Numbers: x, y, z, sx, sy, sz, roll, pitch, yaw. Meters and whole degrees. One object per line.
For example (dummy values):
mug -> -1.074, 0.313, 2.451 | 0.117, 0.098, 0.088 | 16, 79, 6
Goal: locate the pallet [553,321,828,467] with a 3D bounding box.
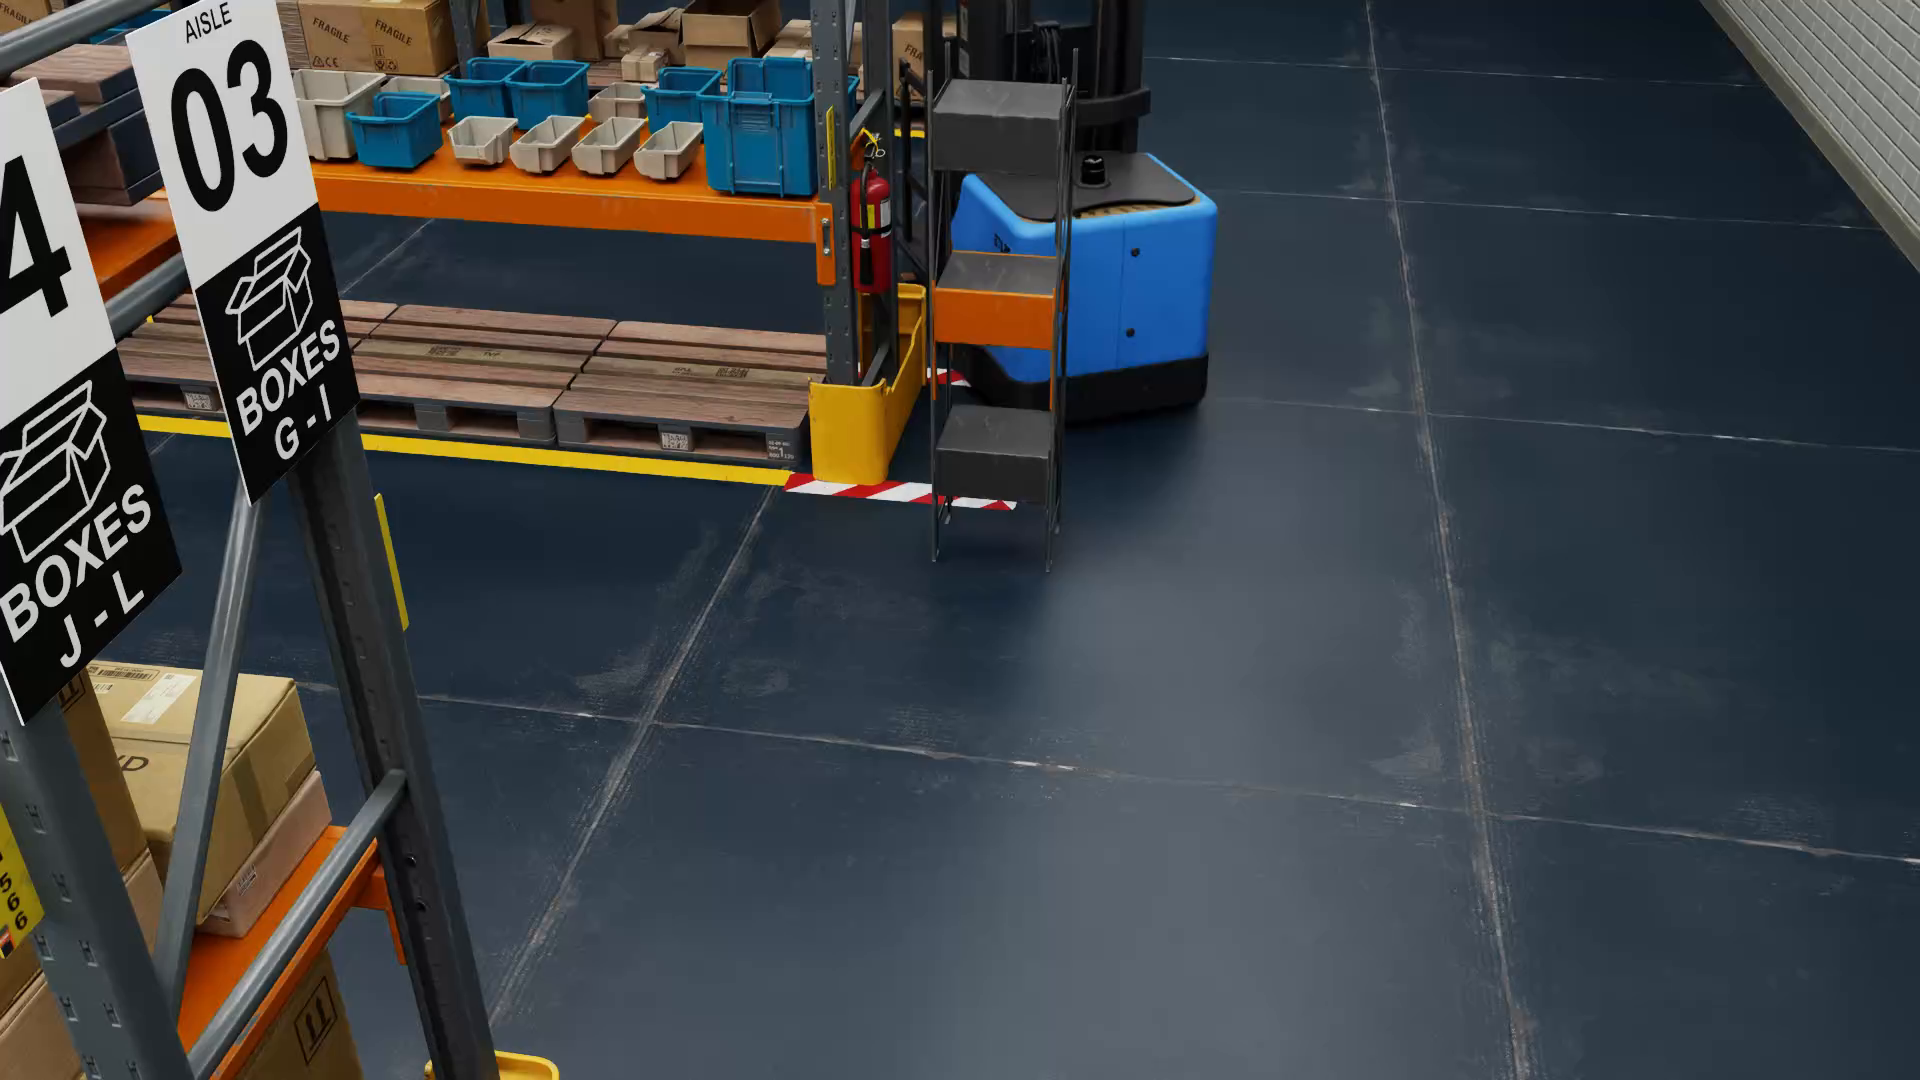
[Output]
pallet -> -1.259, -0.744, 8.239 | 1.213, 0.211, 1.003 | 5, 32, 8

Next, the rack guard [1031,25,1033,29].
rack guard -> 0.310, -3.369, 12.161 | 0.348, 0.500, 1.175 | 5, 32, 8

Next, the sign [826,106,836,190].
sign -> -0.529, -1.612, 6.844 | 0.005, 0.325, 0.100 | 5, 32, 8

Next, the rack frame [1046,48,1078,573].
rack frame -> 0.404, -0.853, 6.634 | 0.015, 2.100, 0.400 | 5, 32, 8

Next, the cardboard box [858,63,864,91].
cardboard box -> -0.577, -3.410, 12.127 | 0.250, 0.166, 0.380 | 5, 32, 8

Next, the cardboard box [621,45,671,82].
cardboard box -> -2.327, -3.542, 12.337 | 0.250, 0.166, 0.380 | 5, 32, 8

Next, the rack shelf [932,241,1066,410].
rack shelf -> 0.163, -0.864, 6.677 | 0.480, 0.518, 0.431 | 5, 32, 8

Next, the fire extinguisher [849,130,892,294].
fire extinguisher -> -0.380, -1.390, 7.067 | 0.183, 0.674, 0.296 | 5, 32, 8

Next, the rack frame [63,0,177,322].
rack frame -> -4.395, -2.189, 7.919 | 0.127, 3.000, 1.000 | 5, 32, 8

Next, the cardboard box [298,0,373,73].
cardboard box -> -4.579, -3.849, 12.513 | 0.500, 0.500, 0.500 | 5, 32, 8

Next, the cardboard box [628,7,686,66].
cardboard box -> -2.210, -3.856, 12.703 | 0.500, 0.311, 0.500 | 5, 32, 8

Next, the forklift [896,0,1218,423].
forklift -> 0.265, -2.549, 8.560 | 1.130, 2.935, 3.031 | -10, 33, -16

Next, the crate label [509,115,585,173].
crate label -> -1.849, -1.769, 7.441 | 0.243, 0.136, 0.396 | 5, 32, 8

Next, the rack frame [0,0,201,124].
rack frame -> -1.286, -1.784, 1.619 | 0.127, 3.000, 1.000 | 5, 32, 8

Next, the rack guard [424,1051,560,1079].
rack guard -> -1.262, 1.821, 3.870 | 0.348, 0.500, 1.175 | 5, 32, 8

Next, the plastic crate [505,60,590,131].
plastic crate -> -1.938, -2.098, 7.876 | 0.300, 0.233, 0.416 | 5, 32, 8

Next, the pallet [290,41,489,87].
pallet -> -4.367, -3.650, 12.882 | 1.213, 0.211, 1.003 | 5, 32, 8

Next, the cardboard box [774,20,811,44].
cardboard box -> -1.089, -3.729, 12.557 | 0.500, 0.250, 0.500 | 5, 32, 8

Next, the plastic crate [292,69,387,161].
plastic crate -> -2.921, -1.931, 7.563 | 0.530, 0.282, 0.437 | 5, 32, 8

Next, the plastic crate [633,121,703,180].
plastic crate -> -1.287, -1.723, 7.368 | 0.243, 0.136, 0.396 | 5, 32, 8

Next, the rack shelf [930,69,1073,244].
rack shelf -> 0.163, -1.457, 6.305 | 0.480, 0.518, 0.431 | 5, 32, 8

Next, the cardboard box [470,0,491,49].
cardboard box -> -3.994, -4.077, 12.877 | 0.500, 0.500, 0.500 | 4, 32, 6

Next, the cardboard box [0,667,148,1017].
cardboard box -> -1.810, 0.472, 2.822 | 0.500, 0.500, 0.500 | 6, 32, 9

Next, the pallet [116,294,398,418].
pallet -> -3.664, -0.961, 8.587 | 1.213, 0.211, 1.003 | 5, 32, 8

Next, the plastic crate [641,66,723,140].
plastic crate -> -1.289, -2.039, 7.782 | 0.300, 0.233, 0.416 | 5, 32, 8

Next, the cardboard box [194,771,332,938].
cardboard box -> -1.580, 0.661, 3.604 | 0.250, 0.149, 0.380 | 6, 32, 9

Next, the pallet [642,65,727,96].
pallet -> -1.675, -3.427, 12.527 | 1.213, 0.211, 1.003 | 5, 32, 8

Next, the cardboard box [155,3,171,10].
cardboard box -> -6.090, -3.982, 12.725 | 0.500, 0.500, 0.500 | 5, 32, 8

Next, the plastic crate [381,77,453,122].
plastic crate -> -2.628, -2.104, 7.976 | 0.466, 0.136, 0.293 | 5, 32, 8

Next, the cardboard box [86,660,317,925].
cardboard box -> -1.713, 0.512, 3.465 | 0.500, 0.250, 0.500 | 4, 32, 7

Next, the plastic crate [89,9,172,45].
plastic crate -> -3.878, -2.344, 8.126 | 0.575, 0.384, 0.392 | 5, 32, 8

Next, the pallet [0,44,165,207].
pallet -> -2.019, -0.536, 2.535 | 1.213, 0.211, 1.003 | 5, 32, 8

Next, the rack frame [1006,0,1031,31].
rack frame -> 0.385, -4.422, 11.487 | 0.127, 3.000, 1.000 | 5, 32, 8

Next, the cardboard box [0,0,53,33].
cardboard box -> -7.101, -4.073, 12.871 | 0.500, 0.500, 0.500 | 7, 33, 10

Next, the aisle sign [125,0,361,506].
aisle sign -> -1.164, -0.494, 2.761 | 0.004, 0.787, 0.394 | 5, 32, 8

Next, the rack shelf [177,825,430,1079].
rack shelf -> -3.257, 0.885, 3.687 | 4.000, 0.370, 1.077 | 5, 32, 8

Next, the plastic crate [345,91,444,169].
plastic crate -> -2.520, -1.835, 7.456 | 0.300, 0.233, 0.416 | 5, 32, 8

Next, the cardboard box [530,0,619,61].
cardboard box -> -2.949, -4.003, 12.760 | 0.500, 0.500, 0.500 | 5, 32, 8

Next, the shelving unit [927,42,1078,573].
shelving unit -> 0.163, -0.875, 6.669 | 0.503, 2.100, 0.431 | 5, 32, 8
